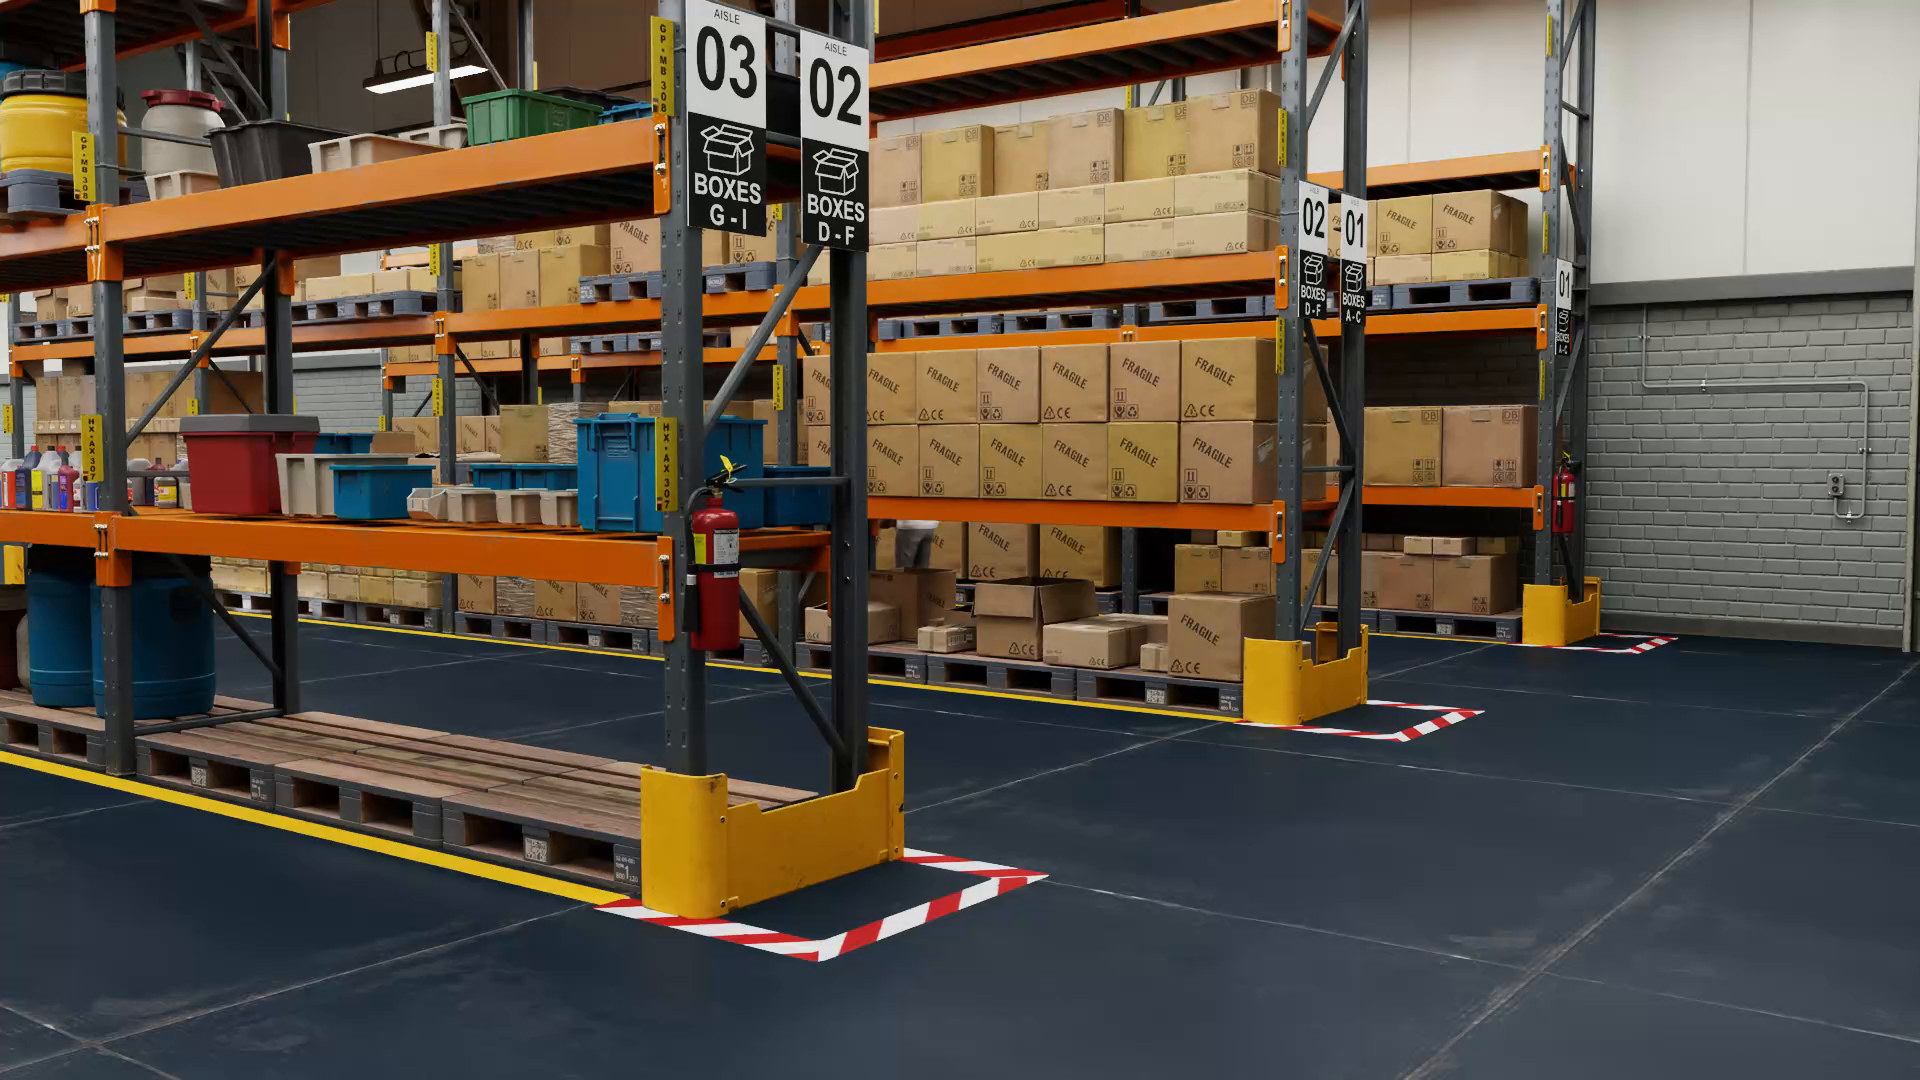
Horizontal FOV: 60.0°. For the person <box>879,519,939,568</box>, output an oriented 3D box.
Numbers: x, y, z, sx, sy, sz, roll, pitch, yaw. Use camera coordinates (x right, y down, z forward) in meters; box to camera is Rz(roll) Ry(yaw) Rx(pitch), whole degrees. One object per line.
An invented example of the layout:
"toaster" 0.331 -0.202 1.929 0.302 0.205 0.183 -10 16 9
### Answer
"person" -0.490 -0.096 15.480 0.577 1.761 0.502 2 4 36
